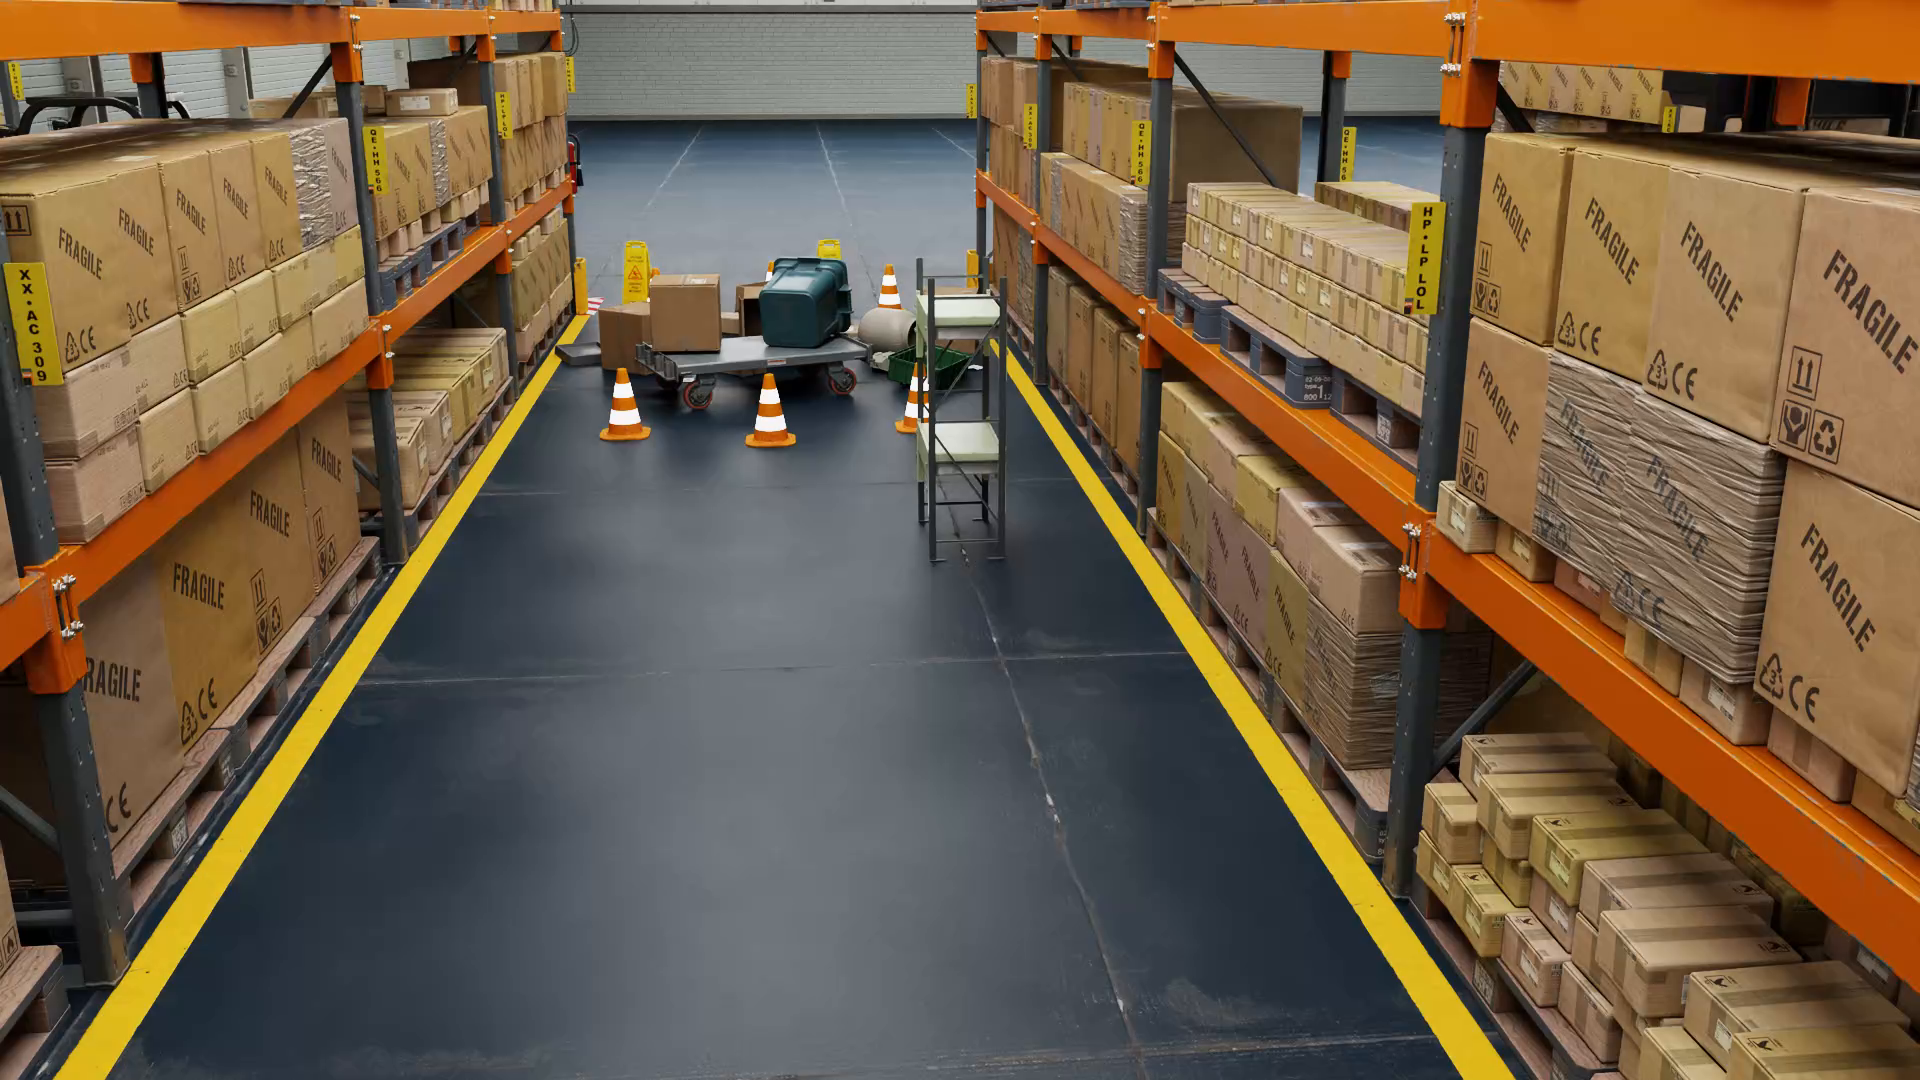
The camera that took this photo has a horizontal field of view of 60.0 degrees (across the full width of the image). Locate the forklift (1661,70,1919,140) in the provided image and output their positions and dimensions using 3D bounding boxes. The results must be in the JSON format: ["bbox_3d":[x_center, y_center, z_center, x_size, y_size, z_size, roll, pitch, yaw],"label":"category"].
[{"bbox_3d":[4.235,-1.371,8.651,1.130,2.935,3.031,1,17,2],"label":"forklift"}]

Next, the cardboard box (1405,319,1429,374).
[{"bbox_3d":[1.668,-0.620,5.366,0.380,0.149,0.250,-1,17,-4],"label":"cardboard box"}]

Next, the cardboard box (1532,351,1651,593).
[{"bbox_3d":[1.764,-0.172,4.055,0.500,0.500,0.500,-2,18,-6],"label":"cardboard box"}]

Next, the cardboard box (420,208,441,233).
[{"bbox_3d":[-3.388,-1.960,10.131,0.380,0.149,0.250,-1,17,-4],"label":"cardboard box"}]

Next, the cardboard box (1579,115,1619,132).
[{"bbox_3d":[5.871,-3.413,14.378,0.875,0.500,0.500,-2,18,-6],"label":"cardboard box"}]

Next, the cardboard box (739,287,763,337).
[{"bbox_3d":[-1.442,-1.828,13.932,0.797,0.637,0.503,-2,18,-6],"label":"cardboard box"}]

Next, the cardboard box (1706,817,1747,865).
[{"bbox_3d":[2.299,0.838,4.567,0.380,0.149,0.250,-2,18,-6],"label":"cardboard box"}]

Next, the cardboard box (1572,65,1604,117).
[{"bbox_3d":[5.600,-3.882,14.202,0.500,0.500,0.500,-2,18,-6],"label":"cardboard box"}]

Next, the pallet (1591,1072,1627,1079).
[{"bbox_3d":[2.138,1.608,3.701,1.003,0.211,1.213,-2,18,-6],"label":"pallet"}]

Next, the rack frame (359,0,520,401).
[{"bbox_3d":[-3.833,-2.486,12.087,1.000,3.000,0.127,-2,18,-6],"label":"rack frame"}]

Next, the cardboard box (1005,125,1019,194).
[{"bbox_3d":[0.858,-3.332,14.533,0.875,0.550,0.500,-2,18,-6],"label":"cardboard box"}]

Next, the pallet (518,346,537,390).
[{"bbox_3d":[-3.938,-1.354,13.138,1.003,0.211,1.213,-2,18,-6],"label":"pallet"}]

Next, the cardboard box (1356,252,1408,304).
[{"bbox_3d":[1.616,-0.920,5.826,0.380,0.149,0.250,-2,18,-7],"label":"cardboard box"}]

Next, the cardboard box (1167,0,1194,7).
[{"bbox_3d":[1.287,-2.777,7.841,0.500,0.500,0.500,-2,18,-6],"label":"cardboard box"}]

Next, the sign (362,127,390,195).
[{"bbox_3d":[-2.869,-1.865,8.175,0.100,0.325,0.005,-2,18,-6],"label":"sign"}]

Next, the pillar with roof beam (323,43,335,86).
[{"bbox_3d":[-7.582,-11.646,31.248,9.100,9.000,0.400,-2,18,-6],"label":"pillar with roof beam"}]

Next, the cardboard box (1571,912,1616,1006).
[{"bbox_3d":[1.825,1.075,4.306,0.380,0.149,0.250,-3,18,-8],"label":"cardboard box"}]

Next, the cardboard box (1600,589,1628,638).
[{"bbox_3d":[1.811,0.163,4.070,0.380,0.149,0.250,-3,18,-8],"label":"cardboard box"}]

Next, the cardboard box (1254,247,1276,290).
[{"bbox_3d":[1.477,-1.166,7.104,0.380,0.149,0.250,-2,18,-6],"label":"cardboard box"}]

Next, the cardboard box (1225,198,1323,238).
[{"bbox_3d":[1.425,-1.466,7.562,0.380,0.149,0.250,-3,18,-8],"label":"cardboard box"}]

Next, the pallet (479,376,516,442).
[{"bbox_3d":[-3.752,-0.923,11.766,1.003,0.211,1.213,-2,18,-6],"label":"pallet"}]

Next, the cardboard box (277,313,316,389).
[{"bbox_3d":[-3.006,-0.778,6.896,0.500,0.250,0.500,-2,18,-6],"label":"cardboard box"}]

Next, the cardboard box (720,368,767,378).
[{"bbox_3d":[-1.783,-1.490,13.481,0.396,0.266,0.258,16,24,42],"label":"cardboard box"}]

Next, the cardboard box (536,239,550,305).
[{"bbox_3d":[-3.744,-2.230,13.909,0.500,0.500,0.500,-1,17,-3],"label":"cardboard box"}]

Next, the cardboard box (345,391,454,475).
[{"bbox_3d":[-3.553,-0.629,9.858,0.950,0.372,0.625,-2,18,-7],"label":"cardboard box"}]

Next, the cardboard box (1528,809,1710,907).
[{"bbox_3d":[1.779,0.857,4.503,0.380,0.149,0.250,-2,18,-6],"label":"cardboard box"}]

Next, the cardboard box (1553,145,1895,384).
[{"bbox_3d":[1.778,-0.656,3.926,0.500,0.500,0.500,-2,18,-7],"label":"cardboard box"}]

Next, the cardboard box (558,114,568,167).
[{"bbox_3d":[-3.916,-3.714,15.335,0.500,0.500,0.500,-2,18,-7],"label":"cardboard box"}]

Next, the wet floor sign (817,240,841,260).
[{"bbox_3d":[-1.305,-2.685,16.651,0.267,0.644,0.232,-5,18,-15],"label":"wet floor sign"}]

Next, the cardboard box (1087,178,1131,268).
[{"bbox_3d":[1.077,-1.948,10.208,0.500,0.500,0.500,-2,18,-7],"label":"cardboard box"}]

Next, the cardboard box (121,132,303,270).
[{"bbox_3d":[-3.002,-1.372,6.703,0.500,0.500,0.500,-2,18,-6],"label":"cardboard box"}]

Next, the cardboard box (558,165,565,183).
[{"bbox_3d":[-3.858,-3.381,15.357,0.380,0.149,0.250,-2,18,-6],"label":"cardboard box"}]

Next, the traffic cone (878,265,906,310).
[{"bbox_3d":[-0.690,-2.448,16.202,0.336,0.463,0.334,-2,18,-6],"label":"traffic cone"}]

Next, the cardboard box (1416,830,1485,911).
[{"bbox_3d":[1.623,0.993,5.065,0.380,0.149,0.250,-3,18,-8],"label":"cardboard box"}]

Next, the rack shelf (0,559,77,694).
[{"bbox_3d":[-2.802,0.837,2.705,1.077,0.370,4.000,-2,18,-6],"label":"rack shelf"}]

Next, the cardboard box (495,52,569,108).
[{"bbox_3d":[-3.976,-4.199,15.210,0.700,0.500,0.500,-2,18,-7],"label":"cardboard box"}]

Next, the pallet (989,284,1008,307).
[{"bbox_3d":[0.828,-2.294,16.132,1.003,0.211,1.213,-2,18,-6],"label":"pallet"}]

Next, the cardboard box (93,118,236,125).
[{"bbox_3d":[-3.613,-1.664,7.634,0.500,0.500,0.500,-2,18,-7],"label":"cardboard box"}]

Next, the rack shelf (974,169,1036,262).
[{"bbox_3d":[0.874,-2.921,14.676,1.077,0.370,4.000,-2,18,-6],"label":"rack shelf"}]

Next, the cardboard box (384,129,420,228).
[{"bbox_3d":[-3.298,-1.980,9.112,0.500,0.500,0.500,-1,17,-3],"label":"cardboard box"}]

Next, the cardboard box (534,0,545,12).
[{"bbox_3d":[-3.879,-4.738,14.672,0.380,0.149,0.250,-1,17,-4],"label":"cardboard box"}]

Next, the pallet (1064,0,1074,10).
[{"bbox_3d":[1.223,-3.737,11.384,0.805,0.209,1.217,-2,18,-8],"label":"pallet"}]

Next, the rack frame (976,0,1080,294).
[{"bbox_3d":[0.667,-3.860,16.466,1.000,3.000,0.127,-2,18,-6],"label":"rack frame"}]

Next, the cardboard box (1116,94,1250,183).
[{"bbox_3d":[1.347,-2.439,10.103,0.700,0.500,0.500,-2,18,-6],"label":"cardboard box"}]

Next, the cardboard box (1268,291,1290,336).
[{"bbox_3d":[1.502,-0.945,6.899,0.380,0.149,0.250,-2,18,-7],"label":"cardboard box"}]

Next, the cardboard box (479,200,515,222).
[{"bbox_3d":[-3.547,-2.470,12.455,0.380,0.149,0.250,-2,18,-6],"label":"cardboard box"}]

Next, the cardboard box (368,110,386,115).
[{"bbox_3d":[-4.018,-2.578,11.016,0.500,0.500,0.500,-2,18,-5],"label":"cardboard box"}]

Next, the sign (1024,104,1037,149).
[{"bbox_3d":[0.528,-3.102,12.472,0.100,0.325,0.005,-2,18,-6],"label":"sign"}]

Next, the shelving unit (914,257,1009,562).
[{"bbox_3d":[-0.001,-0.718,8.959,0.431,1.500,0.755,-2,18,-6],"label":"shelving unit"}]

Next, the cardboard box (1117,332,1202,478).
[{"bbox_3d":[1.519,-0.788,9.735,1.050,0.750,0.750,-2,18,-6],"label":"cardboard box"}]

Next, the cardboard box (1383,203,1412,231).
[{"bbox_3d":[2.100,-1.405,7.370,0.380,0.149,0.250,-2,18,-6],"label":"cardboard box"}]

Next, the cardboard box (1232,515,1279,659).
[{"bbox_3d":[1.477,0.188,7.041,0.500,0.500,0.500,-2,18,-7],"label":"cardboard box"}]

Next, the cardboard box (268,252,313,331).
[{"bbox_3d":[-2.988,-1.020,6.834,0.500,0.250,0.500,-2,18,-7],"label":"cardboard box"}]

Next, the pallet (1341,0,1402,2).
[{"bbox_3d":[1.947,-1.814,5.253,1.213,0.211,1.003,-2,18,-6],"label":"pallet"}]

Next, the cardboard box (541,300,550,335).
[{"bbox_3d":[-3.749,-1.875,14.031,0.500,0.250,0.500,-2,18,-6],"label":"cardboard box"}]

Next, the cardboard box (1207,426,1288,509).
[{"bbox_3d":[1.413,-0.331,7.443,0.500,0.250,0.500,-2,18,-5],"label":"cardboard box"}]

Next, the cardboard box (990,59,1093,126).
[{"bbox_3d":[0.738,-4.003,14.868,0.875,0.550,0.550,-2,18,-6],"label":"cardboard box"}]

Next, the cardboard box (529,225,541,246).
[{"bbox_3d":[-3.664,-2.498,13.680,0.380,0.149,0.250,-1,17,-2],"label":"cardboard box"}]
